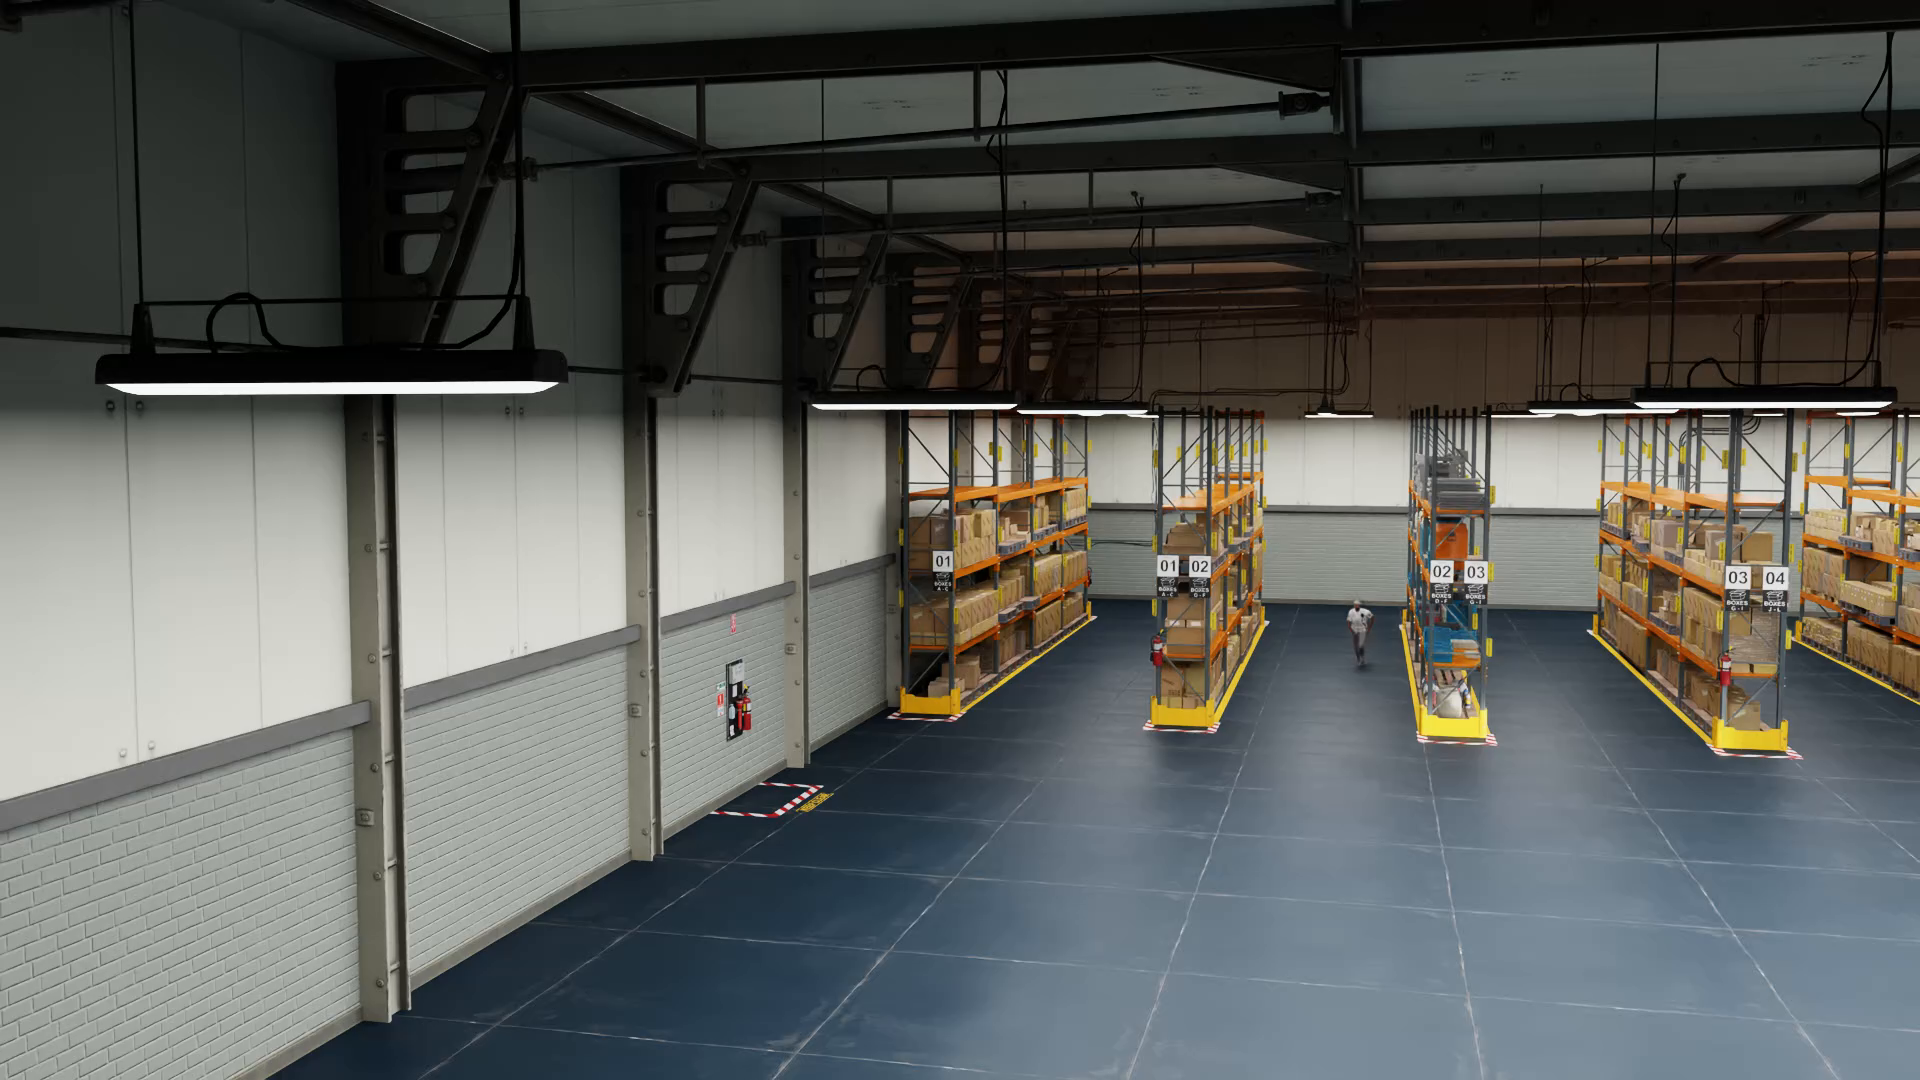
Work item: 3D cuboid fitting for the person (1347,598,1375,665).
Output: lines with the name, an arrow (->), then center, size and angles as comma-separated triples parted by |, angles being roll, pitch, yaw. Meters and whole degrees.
person -> 9.357, 2.140, 38.825 | 0.624, 1.604, 0.732 | 2, 4, 23

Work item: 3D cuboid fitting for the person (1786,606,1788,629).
person -> 21.654, 1.674, 44.271 | 1.050, 1.735, 0.572 | -1, 4, -19
